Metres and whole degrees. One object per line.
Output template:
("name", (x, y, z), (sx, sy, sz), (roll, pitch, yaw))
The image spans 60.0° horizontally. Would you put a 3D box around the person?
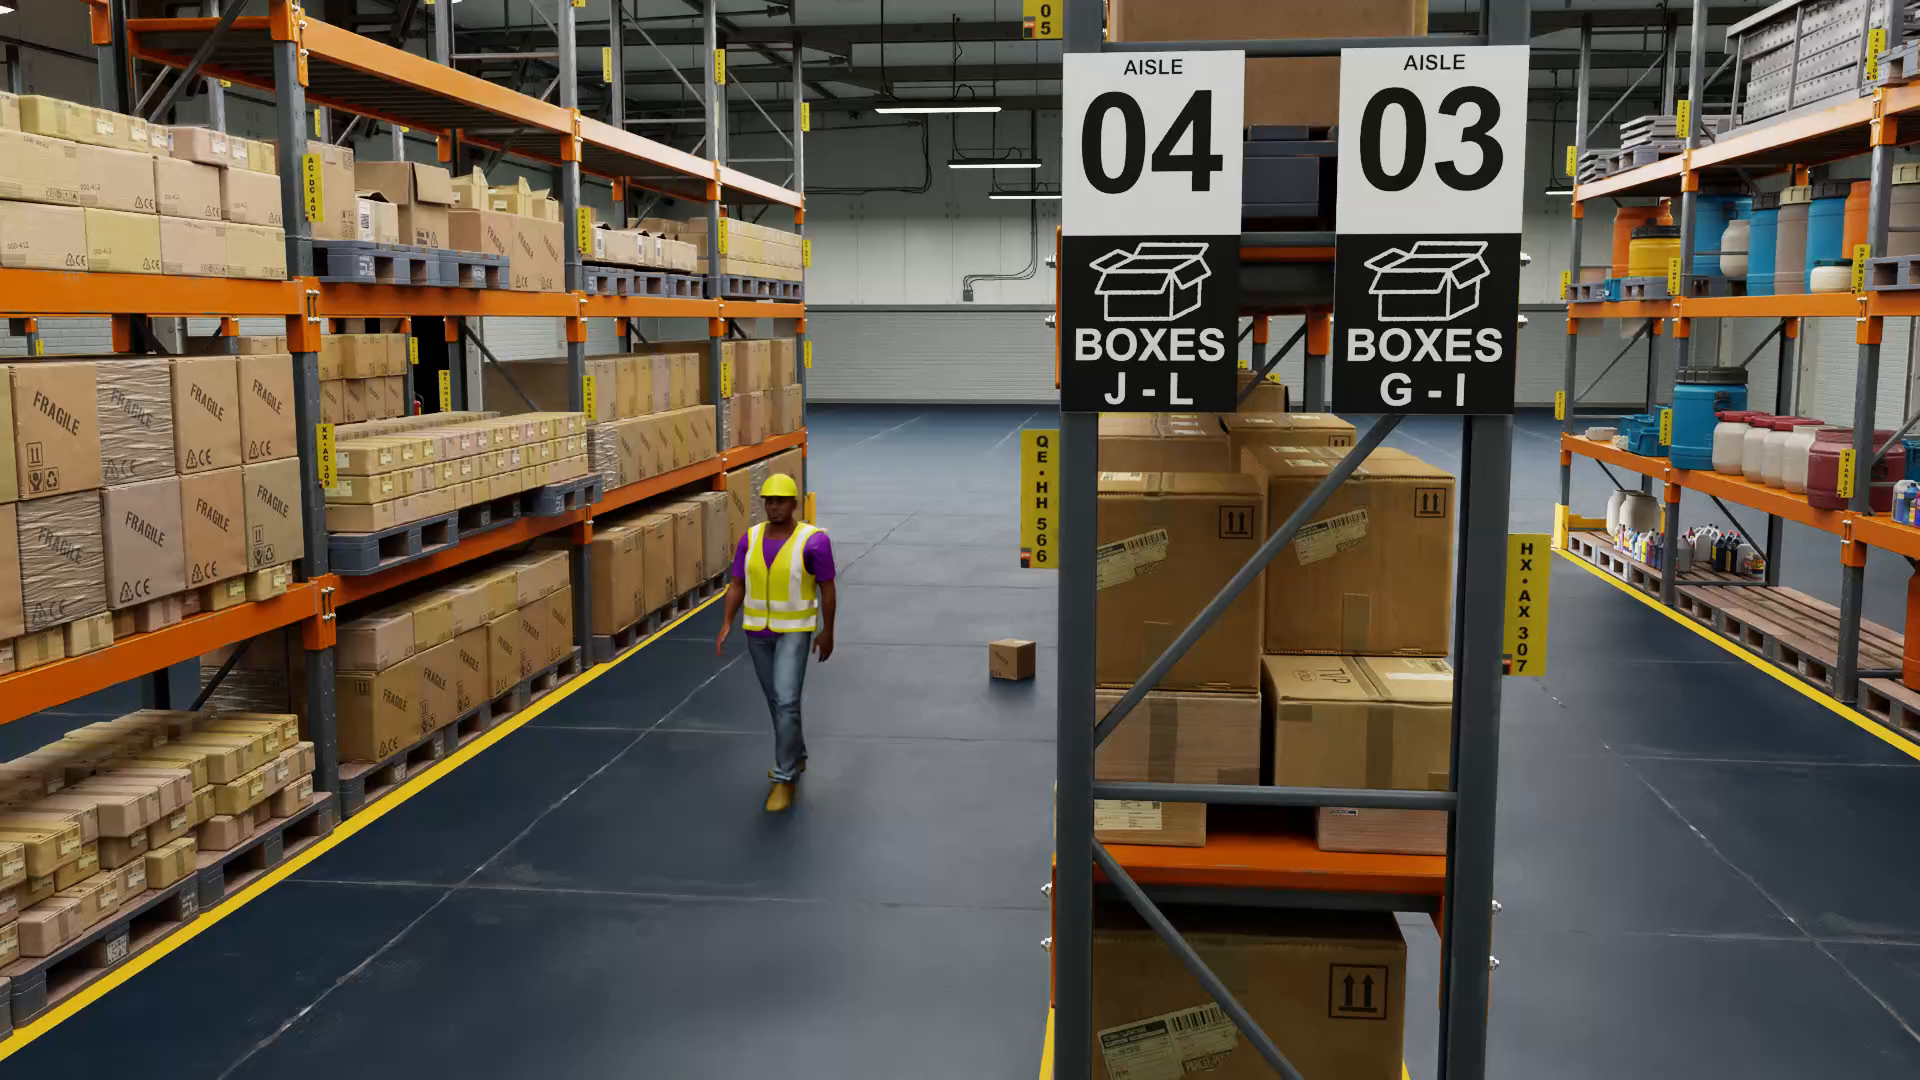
("person", (-1.030, 0.539, 9.162), (0.587, 1.800, 0.756), (3, 8, 20))
